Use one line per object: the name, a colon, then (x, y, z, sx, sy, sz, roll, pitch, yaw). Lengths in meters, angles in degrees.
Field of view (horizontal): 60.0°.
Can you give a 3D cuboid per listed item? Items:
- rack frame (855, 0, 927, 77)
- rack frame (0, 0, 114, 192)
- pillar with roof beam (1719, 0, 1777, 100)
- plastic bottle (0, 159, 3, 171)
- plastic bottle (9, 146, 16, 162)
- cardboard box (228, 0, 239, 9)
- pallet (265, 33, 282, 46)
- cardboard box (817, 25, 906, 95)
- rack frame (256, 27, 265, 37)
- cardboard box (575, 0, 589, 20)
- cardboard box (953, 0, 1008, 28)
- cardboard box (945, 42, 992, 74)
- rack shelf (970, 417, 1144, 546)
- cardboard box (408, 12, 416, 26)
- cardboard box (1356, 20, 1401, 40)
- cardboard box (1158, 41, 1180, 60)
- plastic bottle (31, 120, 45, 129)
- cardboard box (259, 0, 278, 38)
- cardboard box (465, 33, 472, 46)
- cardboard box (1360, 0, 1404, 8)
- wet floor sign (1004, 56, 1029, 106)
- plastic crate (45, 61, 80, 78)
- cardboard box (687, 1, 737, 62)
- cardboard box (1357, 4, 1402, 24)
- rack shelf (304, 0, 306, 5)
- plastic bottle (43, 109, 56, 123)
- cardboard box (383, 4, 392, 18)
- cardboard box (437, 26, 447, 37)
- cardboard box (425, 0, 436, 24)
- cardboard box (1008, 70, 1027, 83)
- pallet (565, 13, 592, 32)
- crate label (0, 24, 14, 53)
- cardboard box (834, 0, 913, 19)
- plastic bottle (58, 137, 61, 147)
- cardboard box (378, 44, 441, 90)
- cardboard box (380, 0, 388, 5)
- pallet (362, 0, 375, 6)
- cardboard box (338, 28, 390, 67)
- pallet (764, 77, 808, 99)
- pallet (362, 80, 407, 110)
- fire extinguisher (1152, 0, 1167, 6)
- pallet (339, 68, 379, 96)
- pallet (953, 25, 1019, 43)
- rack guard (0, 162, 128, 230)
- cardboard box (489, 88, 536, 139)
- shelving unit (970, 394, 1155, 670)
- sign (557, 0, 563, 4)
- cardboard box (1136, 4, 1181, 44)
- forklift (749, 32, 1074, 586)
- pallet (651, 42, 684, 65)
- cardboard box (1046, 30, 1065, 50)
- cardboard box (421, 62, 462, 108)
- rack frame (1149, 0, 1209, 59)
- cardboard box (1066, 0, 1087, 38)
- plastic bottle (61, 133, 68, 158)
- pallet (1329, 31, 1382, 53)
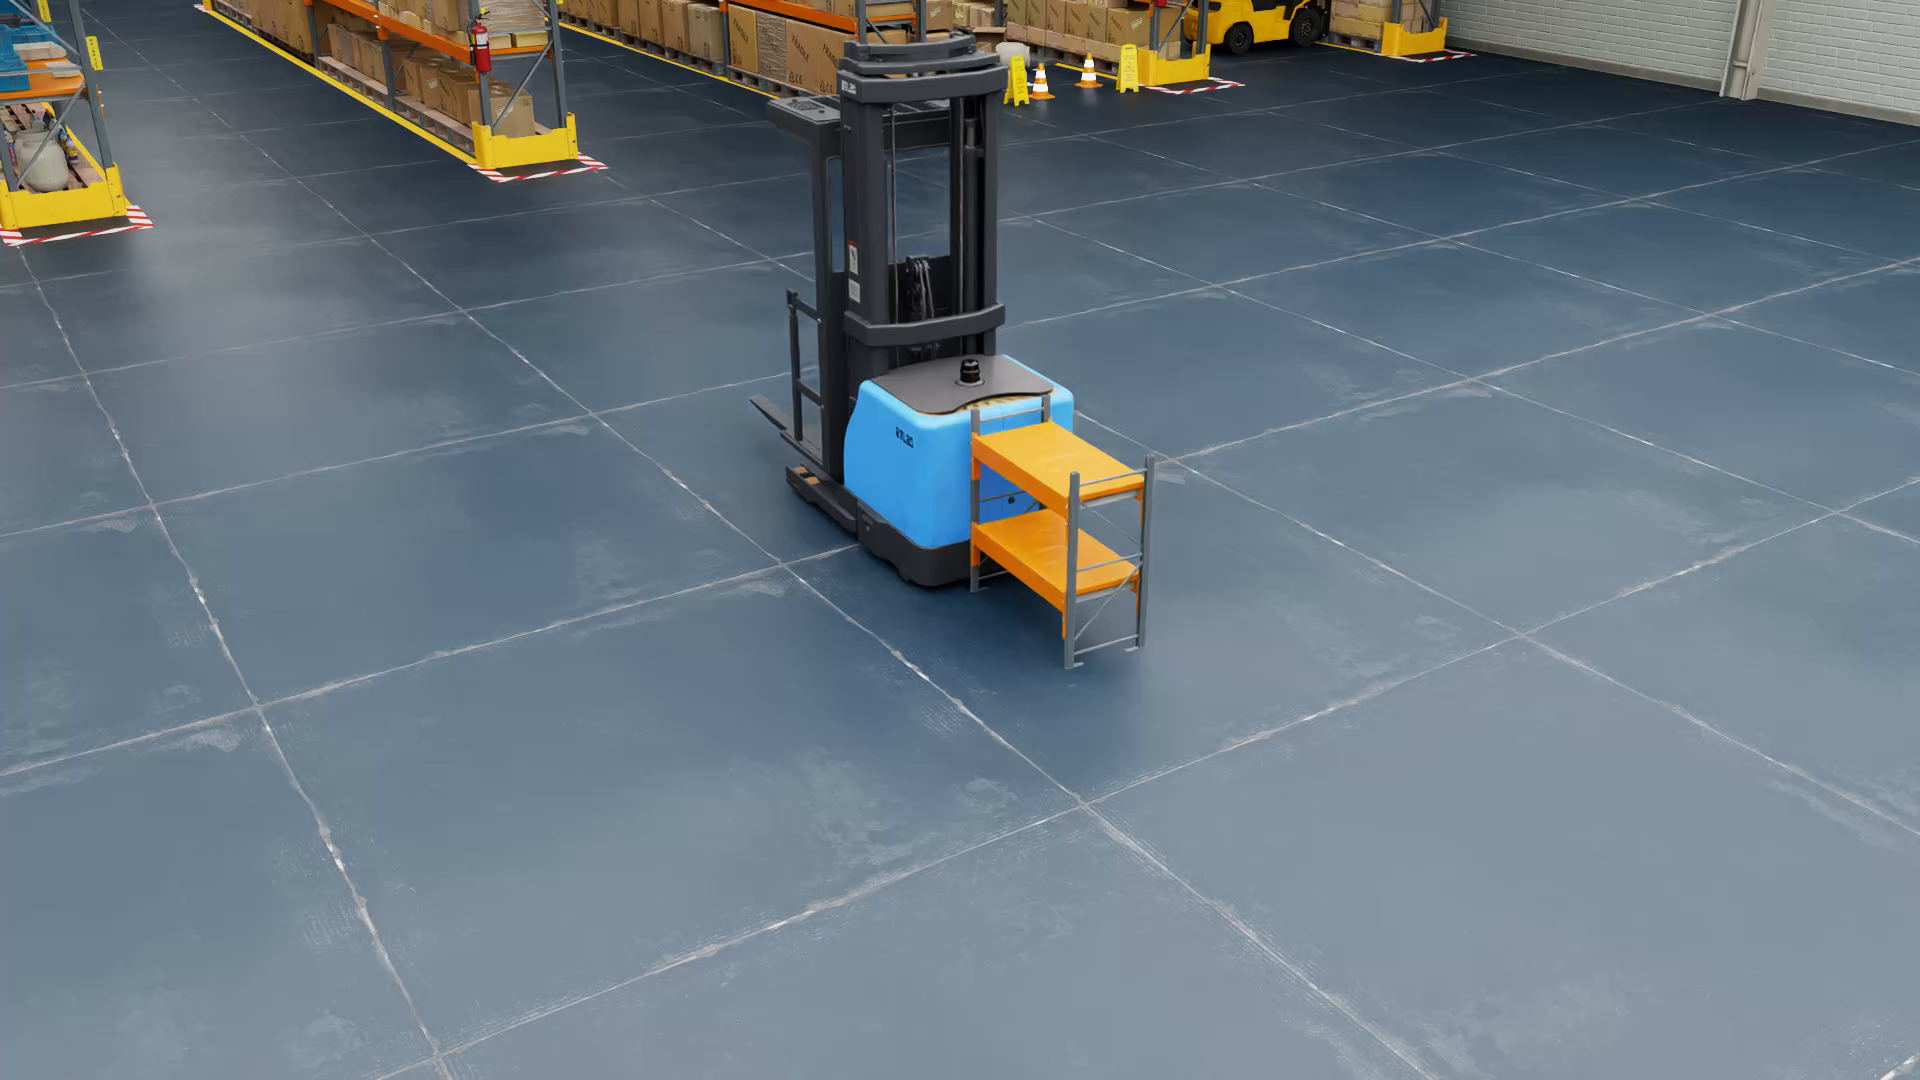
rack frame: (-0.892, -6.963, 21.485, 1.000, 3.000, 0.127, -16, 29, -30)
rack frame: (-9.253, -4.689, 16.668, 1.000, 3.000, 0.127, -16, 29, -30)
pillar with roof beam: (7.400, -9.333, 19.479, 9.100, 9.000, 0.400, -16, 29, -30)
plastic bottle: (-10.623, -4.177, 18.347, 0.097, 0.201, 0.097, 0, 25, 0)
plastic bottle: (-10.719, -4.359, 18.732, 0.097, 0.201, 0.097, 0, 25, 0)
cardboard box: (-12.924, -10.259, 30.465, 0.875, 0.875, 0.875, -16, 29, -30)
pallet: (-11.170, -8.616, 28.253, 1.003, 0.211, 1.213, -16, 29, -30)
cardboard box: (-1.318, -6.419, 22.330, 0.875, 0.875, 0.875, -15, 29, -29)
rack frame: (-11.654, -10.135, 28.205, 1.000, 3.000, 0.127, -16, 29, -30)
cardboard box: (-6.420, -9.430, 29.148, 0.500, 0.500, 0.500, -17, 30, -32)
cardboard box: (0.333, -9.028, 28.446, 0.950, 0.372, 0.625, -14, 28, -26)
cardboard box: (0.120, -7.062, 24.619, 0.637, 0.503, 0.797, 7, 26, 15)
rack shelf: (0.530, -0.332, 8.950, 0.538, 0.278, 1.000, -13, 28, -26)
cardboard box: (-6.718, -6.572, 20.951, 0.380, 0.149, 0.250, -16, 29, -30)
cardboard box: (6.835, -8.351, 27.156, 0.500, 0.250, 0.500, -15, 29, -29)
cardboard box: (2.991, -7.452, 25.250, 0.500, 0.250, 0.500, -16, 30, -30)
plastic bottle: (-10.849, -4.811, 19.603, 0.152, 0.276, 0.135, -16, 29, -30)
cardboard box: (-10.799, -8.820, 27.417, 1.225, 0.875, 0.875, -17, 30, -31)
cardboard box: (-5.568, -5.873, 19.471, 0.380, 0.149, 0.250, -16, 29, -30)
cardboard box: (6.844, -8.801, 26.937, 0.500, 0.250, 0.500, -14, 29, -28)
wet floor sign: (0.782, -6.349, 22.943, 0.267, 0.644, 0.232, -22, 33, -38)
plastic crate: (-9.472, -4.964, 17.561, 0.298, 0.136, 0.250, -16, 29, -30)
cardboard box: (-3.490, -7.767, 25.332, 1.050, 0.750, 0.750, -16, 29, -30)
cardboard box: (6.829, -8.584, 27.064, 0.500, 0.250, 0.500, -16, 30, -30)
rack shelf: (-10.562, -9.094, 26.843, 1.077, 0.370, 4.000, -16, 29, -30)
plastic bottle: (-10.844, -4.957, 19.825, 0.144, 0.351, 0.185, -16, 30, -31)
cardboard box: (-7.296, -6.920, 21.690, 0.380, 0.149, 0.250, -16, 29, -30)
cardboard box: (-6.128, -6.226, 20.220, 0.380, 0.149, 0.250, -16, 29, -30)
cardboard box: (-5.991, -6.565, 20.178, 0.875, 0.500, 0.500, -16, 29, -30)
cardboard box: (0.792, -6.861, 24.609, 0.380, 0.149, 0.250, -1, 25, -3)
pallet: (-6.347, -9.279, 29.658, 1.003, 0.211, 1.213, -16, 29, -30)
crate label: (-10.484, -5.300, 17.922, 0.502, 0.435, 0.616, -16, 29, -30)
cardboard box: (-1.133, -7.153, 21.712, 0.875, 0.550, 0.550, -16, 29, -30)
plastic bottle: (-10.390, -4.611, 19.265, 0.097, 0.201, 0.097, 0, 25, 0)
cardboard box: (-7.604, -6.567, 23.059, 0.700, 0.500, 0.500, -18, 31, -33)
cardboard box: (-7.093, -7.278, 21.688, 0.875, 0.500, 0.500, -16, 29, -30)
pallet: (-7.582, -7.494, 22.836, 1.003, 0.211, 1.213, -16, 29, -30)
cardboard box: (-8.774, -7.342, 24.702, 0.700, 0.500, 0.500, -18, 31, -34)
pallet: (-2.056, -6.405, 23.571, 1.003, 0.211, 1.213, -16, 29, -30)
pallet: (-7.713, -6.291, 23.328, 1.003, 0.211, 1.213, -16, 29, -30)
fire extinguisher: (2.876, -7.969, 23.708, 0.296, 0.674, 0.183, -16, 29, -30)
pallet: (-8.383, -6.727, 24.254, 1.003, 0.211, 1.213, -16, 29, -30)
pallet: (0.590, -8.600, 28.220, 1.003, 0.211, 1.213, -16, 29, -30)
rack guard: (-9.334, -3.574, 17.236, 1.175, 0.500, 0.348, -16, 29, -30)
cardboard box: (-5.430, -5.130, 20.039, 0.500, 0.500, 0.500, -10, 27, -20)
shelving unit: (0.530, -0.067, 9.075, 0.538, 1.125, 1.048, -13, 28, -26)
sign: (-4.649, -6.361, 19.196, 0.100, 0.325, 0.005, -16, 29, -30)
cardboard box: (2.978, -7.799, 25.108, 0.500, 0.500, 0.500, -17, 30, -31)
forklift: (-0.483, -1.653, 10.318, 1.130, 2.935, 3.031, -13, 28, -26)
pallet: (-4.230, -7.827, 26.584, 1.003, 0.211, 1.213, -16, 29, -30)
cardboard box: (1.705, -7.878, 26.153, 0.500, 0.250, 0.500, -16, 30, -30)
cardboard box: (-6.783, -5.978, 21.835, 0.500, 0.500, 0.500, -6, 26, -13)
rack frame: (3.200, -8.152, 24.005, 1.000, 3.000, 0.127, -16, 29, -30)
cardboard box: (1.987, -8.032, 25.600, 0.500, 0.500, 0.500, -16, 30, -31)
plastic bottle: (-10.169, -4.497, 18.944, 0.097, 0.271, 0.097, 0, 25, 0)
pallet: (6.904, -8.313, 27.612, 1.003, 0.211, 1.213, -16, 29, -30)
